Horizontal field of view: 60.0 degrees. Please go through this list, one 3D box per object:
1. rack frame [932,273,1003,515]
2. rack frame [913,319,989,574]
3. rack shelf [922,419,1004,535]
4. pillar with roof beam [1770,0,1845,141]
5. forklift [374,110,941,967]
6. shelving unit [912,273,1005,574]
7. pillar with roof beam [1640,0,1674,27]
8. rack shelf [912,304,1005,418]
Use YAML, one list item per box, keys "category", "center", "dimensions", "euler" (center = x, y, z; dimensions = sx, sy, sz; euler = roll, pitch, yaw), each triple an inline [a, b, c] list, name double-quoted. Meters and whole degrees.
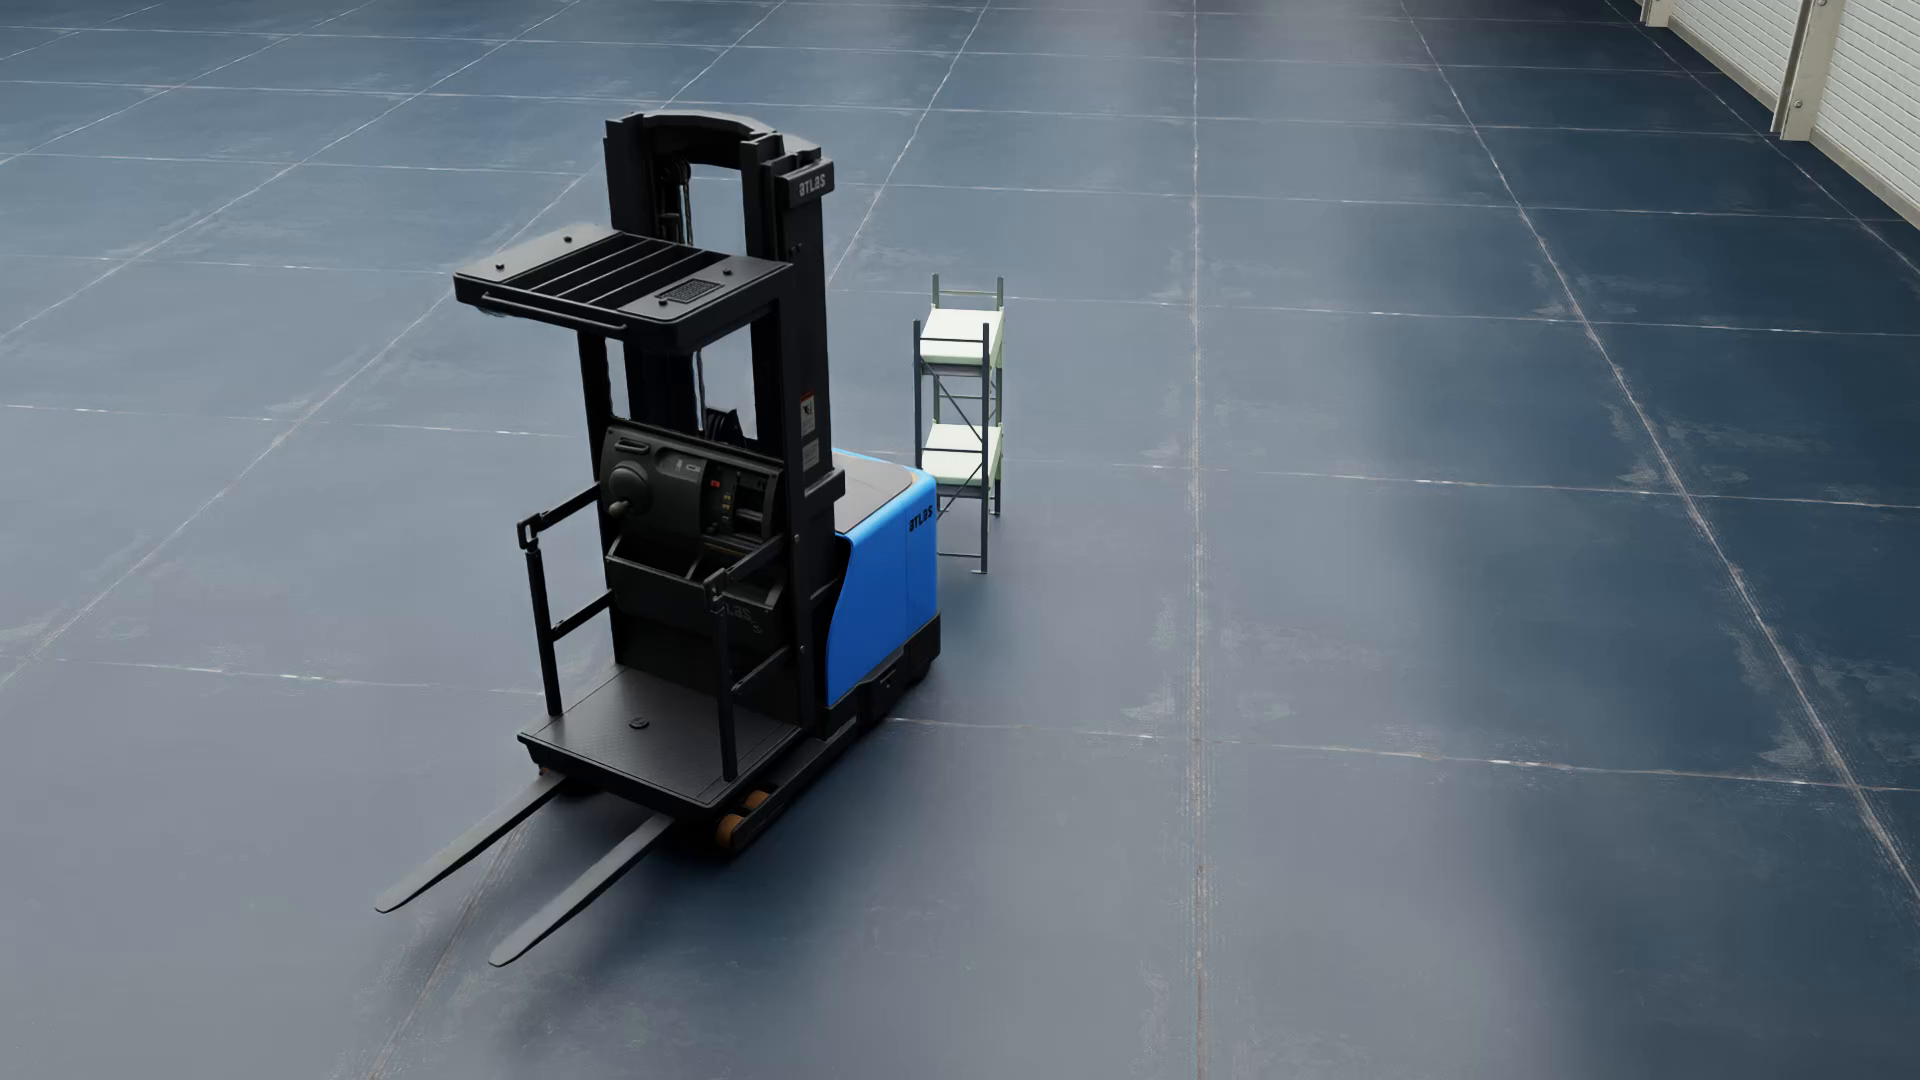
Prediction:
- category: "rack frame"
  center: [0.044, -0.829, 9.708]
  dimensions: [0.400, 1.500, 0.023]
  euler: [3, 28, 6]
- category: "rack frame"
  center: [-0.046, -0.485, 9.069]
  dimensions: [0.400, 1.500, 0.023]
  euler: [3, 28, 6]
- category: "rack shelf"
  center: [-0.001, -0.370, 9.543]
  dimensions: [0.431, 0.370, 0.720]
  euler: [3, 28, 6]
- category: "pillar with roof beam"
  center: [4.607, -8.534, 16.104]
  dimensions: [9.100, 9.000, 0.400]
  euler: [3, 28, 6]
- category: "forklift"
  center: [-1.274, -0.181, 6.995]
  dimensions: [1.130, 2.935, 3.031]
  euler: [15, 32, 26]
- category: "shelving unit"
  center: [-0.001, -0.657, 9.388]
  dimensions: [0.431, 1.500, 0.755]
  euler: [3, 28, 6]
- category: "pillar with roof beam"
  center: [5.342, -11.359, 21.346]
  dimensions: [9.100, 9.000, 0.400]
  euler: [3, 28, 6]
- category: "rack shelf"
  center: [-0.001, -1.001, 9.203]
  dimensions: [0.431, 0.370, 0.720]
  euler: [3, 28, 6]
